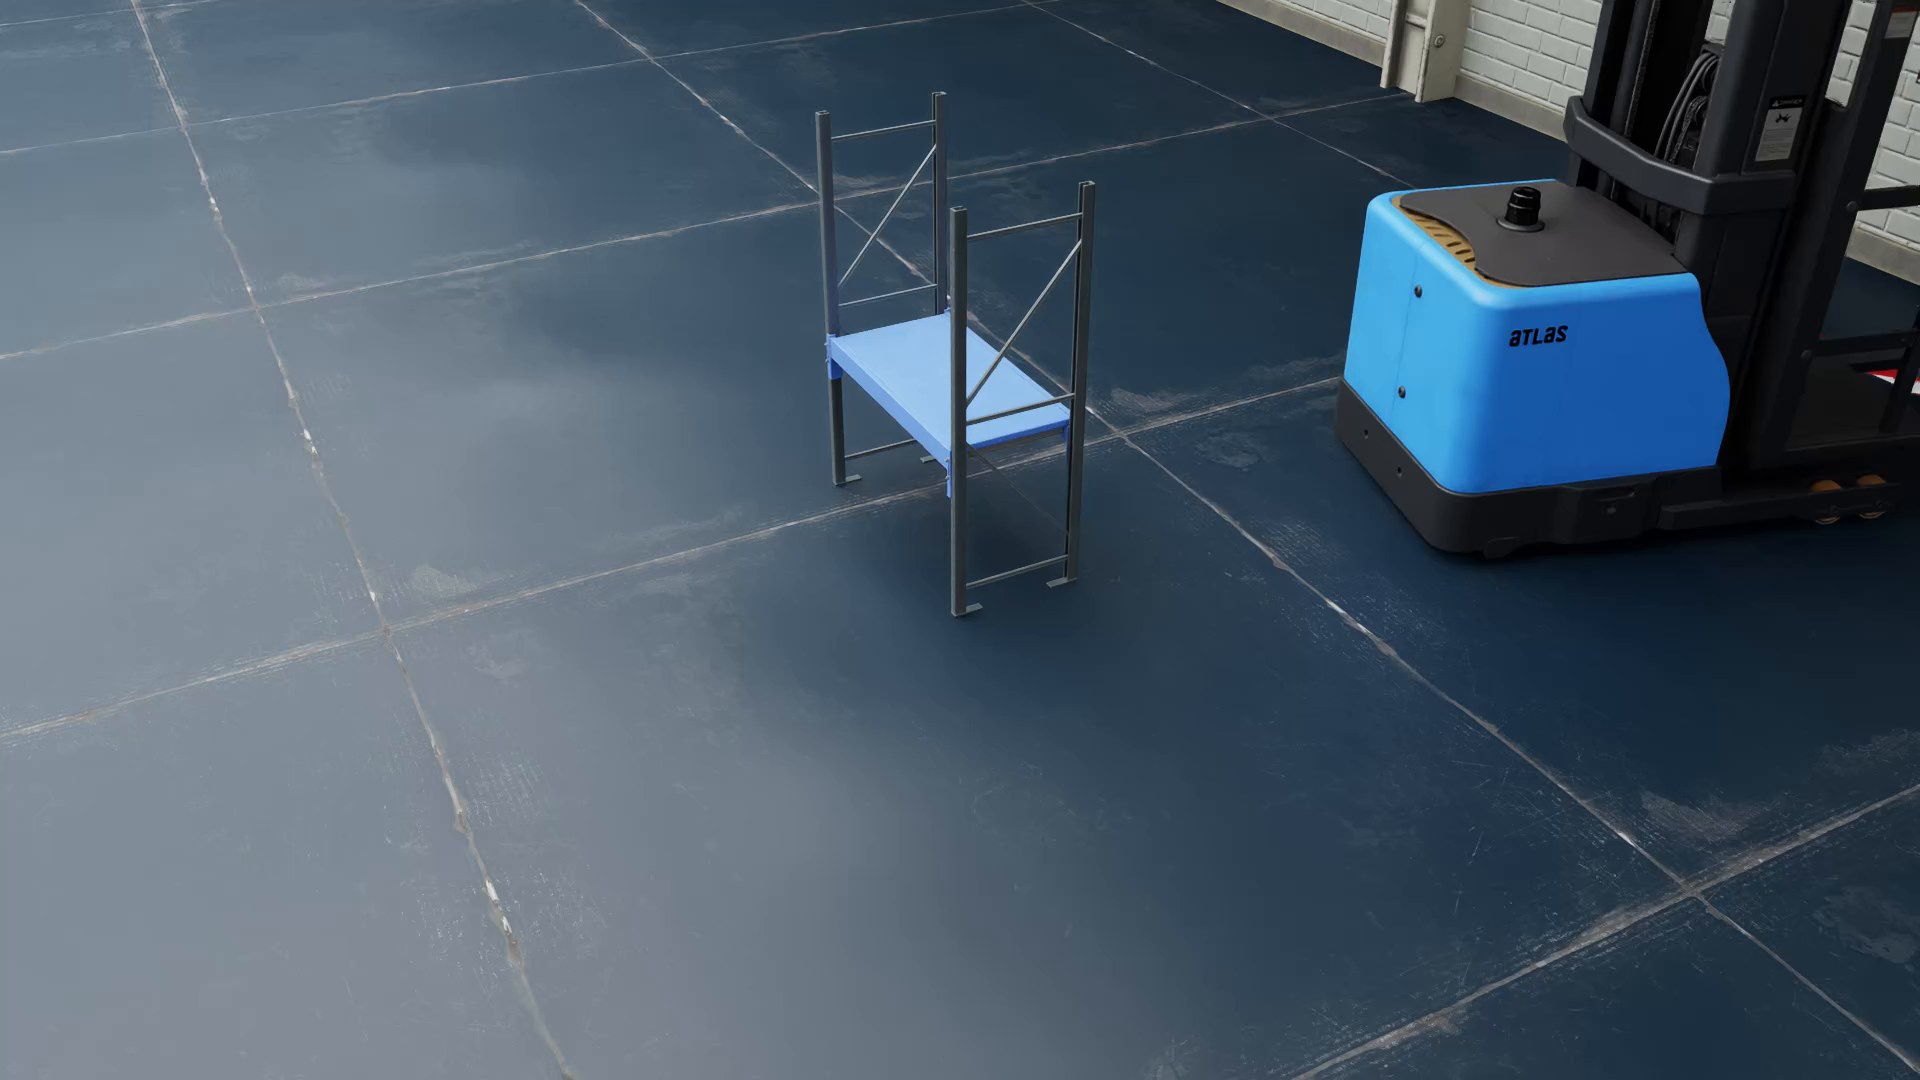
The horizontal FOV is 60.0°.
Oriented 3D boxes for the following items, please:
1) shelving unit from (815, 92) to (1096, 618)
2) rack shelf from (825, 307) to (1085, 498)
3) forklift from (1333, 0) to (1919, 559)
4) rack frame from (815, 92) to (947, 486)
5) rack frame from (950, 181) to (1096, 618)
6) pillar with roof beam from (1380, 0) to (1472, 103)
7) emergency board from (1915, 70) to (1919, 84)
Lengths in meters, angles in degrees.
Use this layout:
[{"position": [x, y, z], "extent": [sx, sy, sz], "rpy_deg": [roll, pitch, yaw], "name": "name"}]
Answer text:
[{"position": [-0.040, -0.672, 5.909], "extent": [0.538, 1.500, 1.048], "rpy_deg": [-16, 36, -23], "name": "shelving unit"}, {"position": [-0.040, -0.521, 6.006], "extent": [0.538, 0.185, 1.000], "rpy_deg": [-16, 36, -23], "name": "rack shelf"}, {"position": [3.103, -1.566, 5.977], "extent": [3.031, 2.935, 1.130], "rpy_deg": [-7, 33, -10], "name": "forklift"}, {"position": [-0.277, -0.915, 6.288], "extent": [0.500, 1.500, 0.032], "rpy_deg": [-16, 36, -23], "name": "rack frame"}, {"position": [0.197, -0.430, 5.530], "extent": [0.500, 1.500, 0.032], "rpy_deg": [-16, 36, -23], "name": "rack frame"}, {"position": [-0.832, -5.627, 6.691], "extent": [9.100, 9.000, 0.400], "rpy_deg": [-16, 36, -23], "name": "pillar with roof beam"}, {"position": [4.668, -2.518, 7.399], "extent": [0.157, 1.169, 0.626], "rpy_deg": [-16, 36, -23], "name": "emergency board"}]
